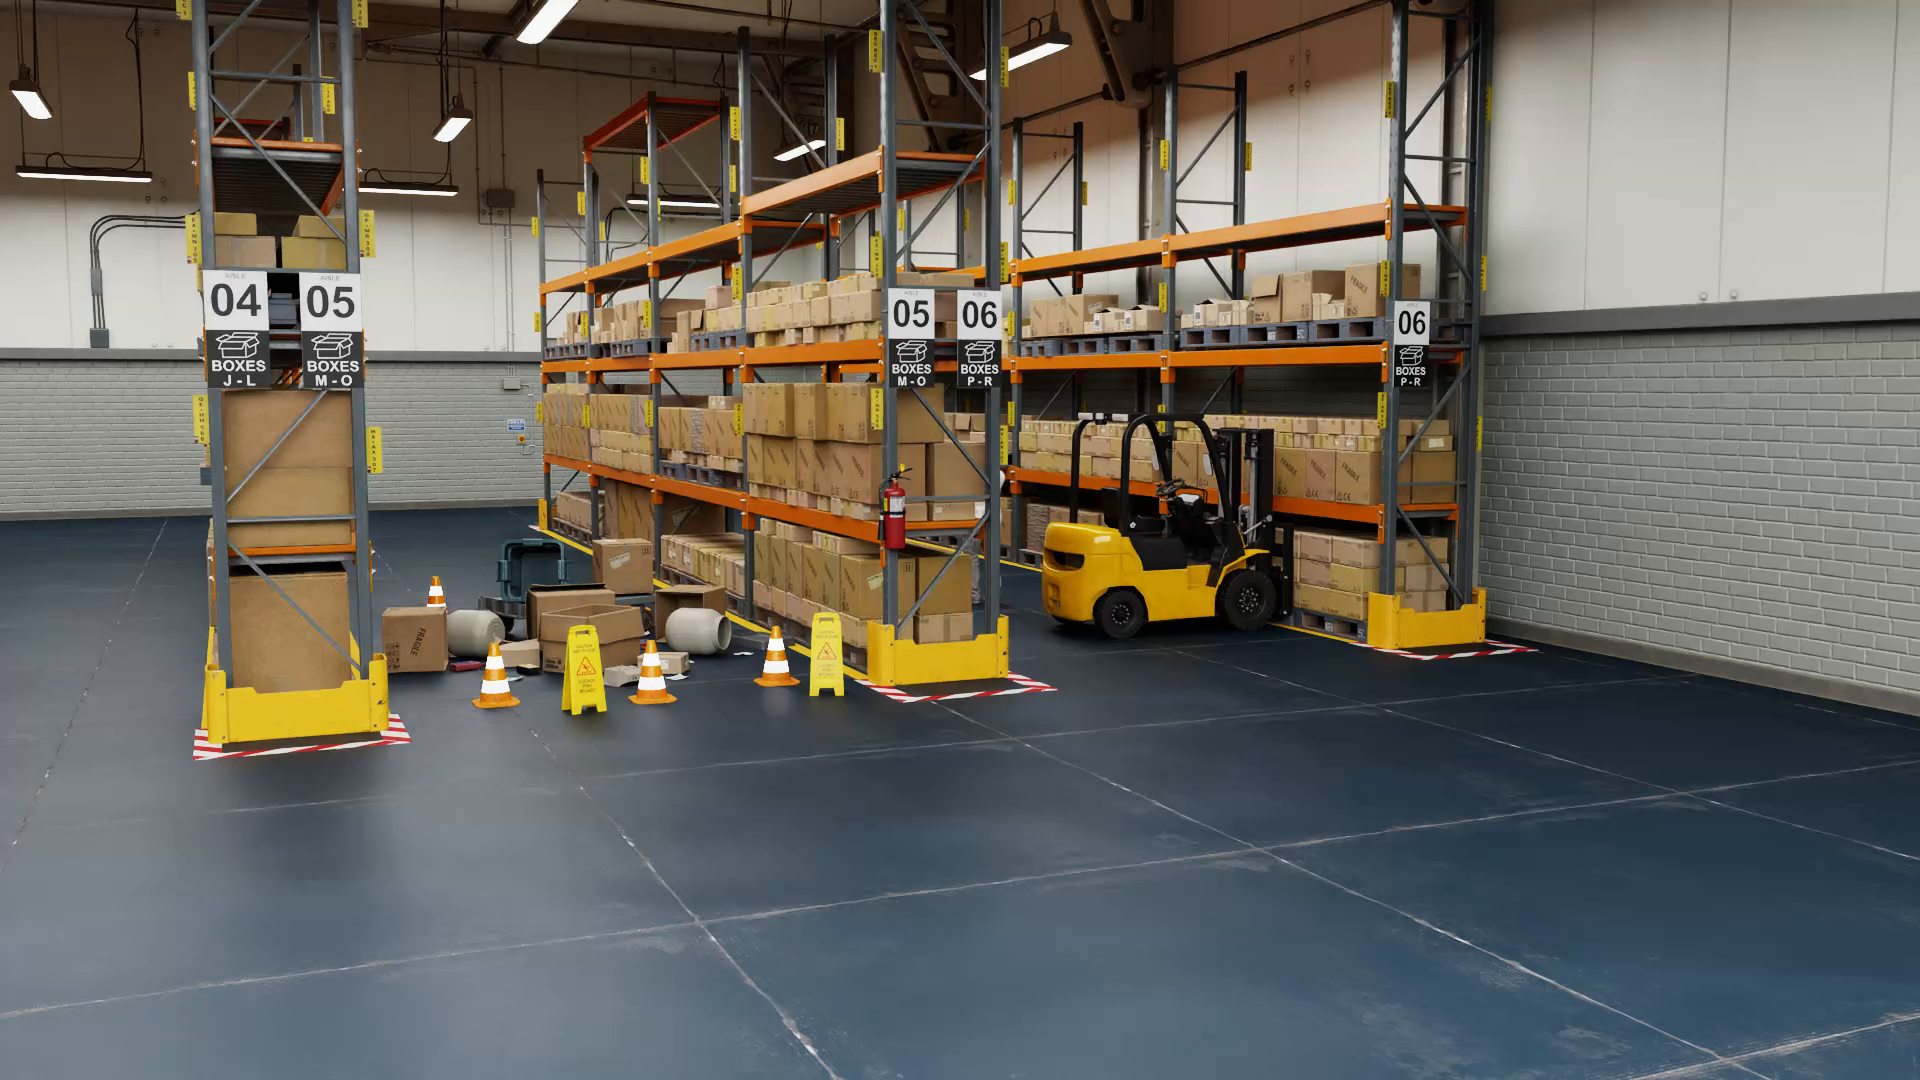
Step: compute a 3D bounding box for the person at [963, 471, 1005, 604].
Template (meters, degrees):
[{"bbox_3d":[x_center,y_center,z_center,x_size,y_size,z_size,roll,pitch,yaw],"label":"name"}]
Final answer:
[{"bbox_3d":[0.199,-0.185,18.615,0.487,1.778,0.584,-2,6,-23],"label":"person"}]
